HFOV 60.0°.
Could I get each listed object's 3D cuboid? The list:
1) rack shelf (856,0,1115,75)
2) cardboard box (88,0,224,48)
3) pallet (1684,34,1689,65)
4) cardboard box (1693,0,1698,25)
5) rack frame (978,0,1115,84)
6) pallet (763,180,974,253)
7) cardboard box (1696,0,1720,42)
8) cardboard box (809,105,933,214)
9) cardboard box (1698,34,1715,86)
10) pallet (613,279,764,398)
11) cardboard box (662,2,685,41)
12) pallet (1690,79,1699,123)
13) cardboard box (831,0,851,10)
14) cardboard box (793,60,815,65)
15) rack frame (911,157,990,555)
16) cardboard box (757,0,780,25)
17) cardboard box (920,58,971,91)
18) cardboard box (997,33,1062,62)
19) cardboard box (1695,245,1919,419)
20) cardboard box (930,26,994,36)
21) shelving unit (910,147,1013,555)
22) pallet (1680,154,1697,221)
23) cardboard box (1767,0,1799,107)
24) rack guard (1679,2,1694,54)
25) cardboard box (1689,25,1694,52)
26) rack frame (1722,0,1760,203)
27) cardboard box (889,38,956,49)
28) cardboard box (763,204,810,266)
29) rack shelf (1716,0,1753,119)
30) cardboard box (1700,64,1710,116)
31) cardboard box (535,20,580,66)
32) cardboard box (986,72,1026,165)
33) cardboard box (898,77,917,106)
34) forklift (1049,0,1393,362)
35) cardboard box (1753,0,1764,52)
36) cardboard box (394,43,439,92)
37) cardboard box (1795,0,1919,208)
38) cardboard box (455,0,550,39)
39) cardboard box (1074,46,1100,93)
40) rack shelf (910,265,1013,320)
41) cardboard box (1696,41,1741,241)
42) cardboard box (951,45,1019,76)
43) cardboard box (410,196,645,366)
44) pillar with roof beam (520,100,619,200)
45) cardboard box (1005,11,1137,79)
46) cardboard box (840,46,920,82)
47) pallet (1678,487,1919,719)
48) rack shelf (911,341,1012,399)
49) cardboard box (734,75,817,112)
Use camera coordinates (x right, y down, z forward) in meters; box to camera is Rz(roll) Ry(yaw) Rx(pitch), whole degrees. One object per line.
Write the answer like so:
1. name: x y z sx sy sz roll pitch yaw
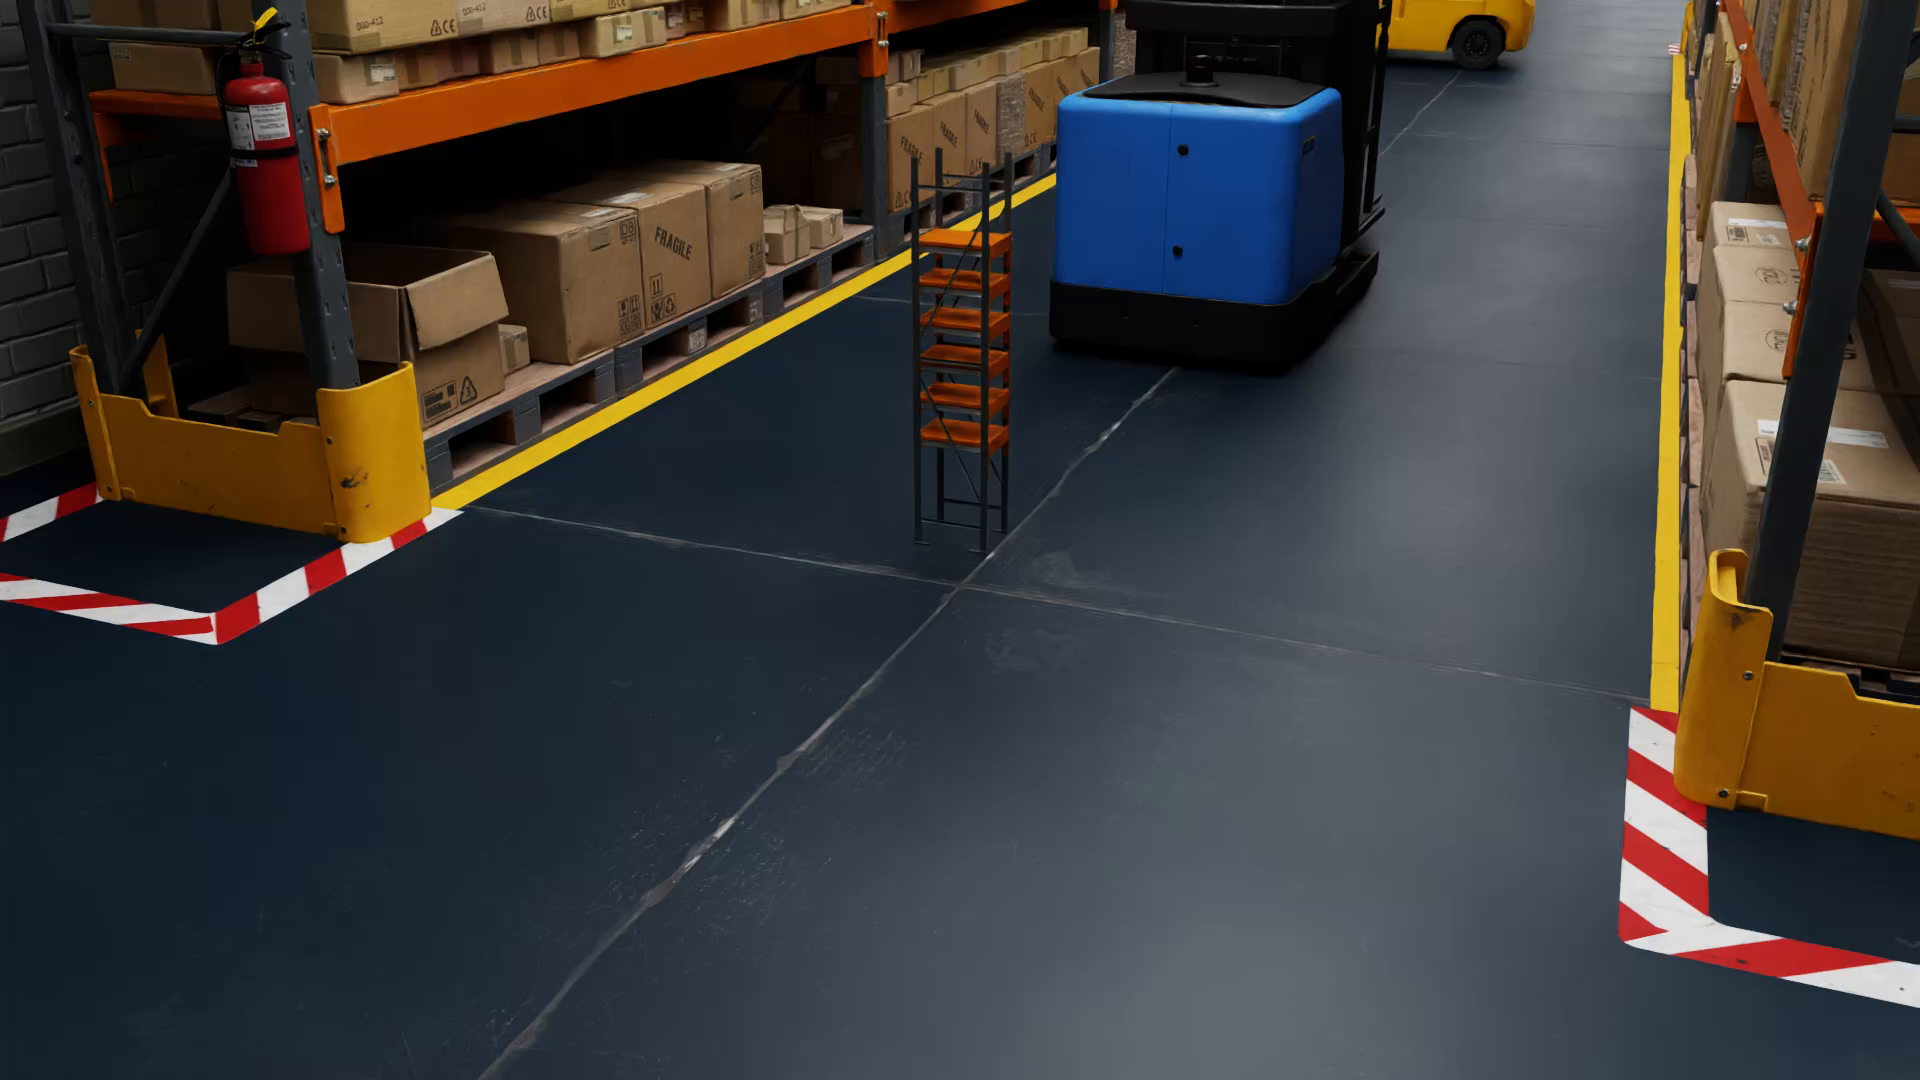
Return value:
1. rack shelf: -0.124 -3.298 10.187 1.077 0.370 4.000 9 24 20
2. cardboard box: -2.428 -1.754 5.365 0.500 0.250 0.500 10 24 22
3. pallet: 7.838 -4.900 16.706 1.003 0.211 1.213 9 24 20
4. cardboard box: 7.252 -5.147 15.729 0.500 0.500 0.500 9 24 21
5. rack frame: 0.619 -4.346 11.762 1.000 3.000 0.127 9 24 20
6. pallet: -0.600 -1.924 9.582 1.003 0.211 1.213 9 24 20
7. cardboard box: 6.685 -4.589 14.394 0.500 0.500 0.500 8 24 19
8. cardboard box: -0.478 -2.096 9.073 0.500 0.500 0.500 10 25 22
9. cardboard box: 6.522 -3.861 13.466 0.950 0.372 0.625 9 24 21
10. pallet: -1.574 -0.944 7.236 1.003 0.211 1.213 9 24 20
11. cardboard box: -1.340 -2.098 6.708 0.380 0.149 0.250 9 24 20
12. pallet: 6.427 -3.502 13.361 1.003 0.211 1.213 9 24 20
13. cardboard box: -0.751 -2.648 8.024 0.380 0.149 0.250 9 24 21
14. cardboard box: -0.752 -2.705 9.692 0.380 0.149 0.250 8 24 17
15. rack frame: -0.029 -0.526 4.953 0.240 1.200 0.006 9 24 20
16. cardboard box: -1.024 -2.365 7.347 0.380 0.149 0.250 9 24 21
17. cardboard box: -0.154 -2.732 9.755 0.380 0.149 0.250 9 24 20
18. cardboard box: 0.459 -3.282 11.073 0.380 0.149 0.250 8 24 18
19. cardboard box: 3.078 -0.687 5.782 0.875 0.438 0.875 8 24 18
20. cardboard box: 0.012 -3.452 11.480 0.380 0.149 0.250 10 25 22
21. shelving unit: 0.005 -0.559 5.031 0.258 1.200 0.189 9 24 20
22. pallet: 4.866 -2.078 9.952 1.003 0.211 1.213 9 24 20
23. cardboard box: 2.753 -1.580 5.011 0.500 0.500 0.500 10 24 22
24. rack guard: 8.172 -5.319 17.334 1.175 0.500 0.348 9 24 20
25. cardboard box: 7.257 -4.797 15.864 0.500 0.250 0.500 11 25 24
26. rack frame: 3.743 -2.205 6.637 1.000 3.000 0.127 9 24 20
27. cardboard box: -0.245 -3.167 10.798 0.380 0.149 0.250 8 24 19
28. cardboard box: -0.934 -1.477 7.897 0.396 0.266 0.258 10 25 22
29. rack shelf: 4.486 -2.589 8.489 1.077 0.370 4.000 9 24 20
30. cardboard box: 5.715 -3.084 11.605 0.950 0.372 0.625 8 24 19
31. cardboard box: -1.615 -1.819 6.040 0.380 0.149 0.250 9 24 21
32. cardboard box: 0.098 -2.650 10.401 0.500 0.500 0.500 8 24 18
33. cardboard box: -0.455 -2.454 9.091 0.380 0.149 0.250 8 24 19
34. forklift: 1.444 -2.614 7.705 1.130 2.935 3.031 10 25 22
35. cardboard box: 3.326 -2.121 6.306 0.500 0.500 0.500 10 25 22
36. cardboard box: -1.924 -1.543 5.378 0.380 0.149 0.250 9 24 21
37. cardboard box: 2.191 -1.030 3.695 0.500 0.500 0.500 9 24 20
38. cardboard box: -1.747 -1.855 5.608 0.500 0.250 0.500 9 24 21
39. cardboard box: 0.662 -3.204 11.727 0.500 0.500 0.500 10 24 22
40. rack shelf: 0.005 -0.739 4.956 0.258 0.103 0.180 9 24 20
41. cardboard box: 4.227 -1.976 8.301 0.875 0.875 0.875 10 24 22
42. cardboard box: 0.152 -3.002 10.402 0.380 0.149 0.250 8 24 18
43. cardboard box: -1.684 -1.029 6.520 0.700 0.500 0.500 10 25 22
44. pillar with roof beam: 2.035 -4.946 5.416 9.100 9.000 0.400 9 24 20
45. cardboard box: 0.863 -3.665 12.668 0.875 0.625 0.625 10 25 22
46. cardboard box: -0.435 -2.581 9.009 0.380 0.149 0.250 8 24 17
47. pallet: 2.482 0.216 4.460 1.003 0.211 1.213 9 24 20
48. rack shelf: 0.005 -0.518 5.048 0.258 0.103 0.180 9 24 20
49. cardboard box: -0.998 -2.427 9.025 0.380 0.149 0.250 8 24 18
